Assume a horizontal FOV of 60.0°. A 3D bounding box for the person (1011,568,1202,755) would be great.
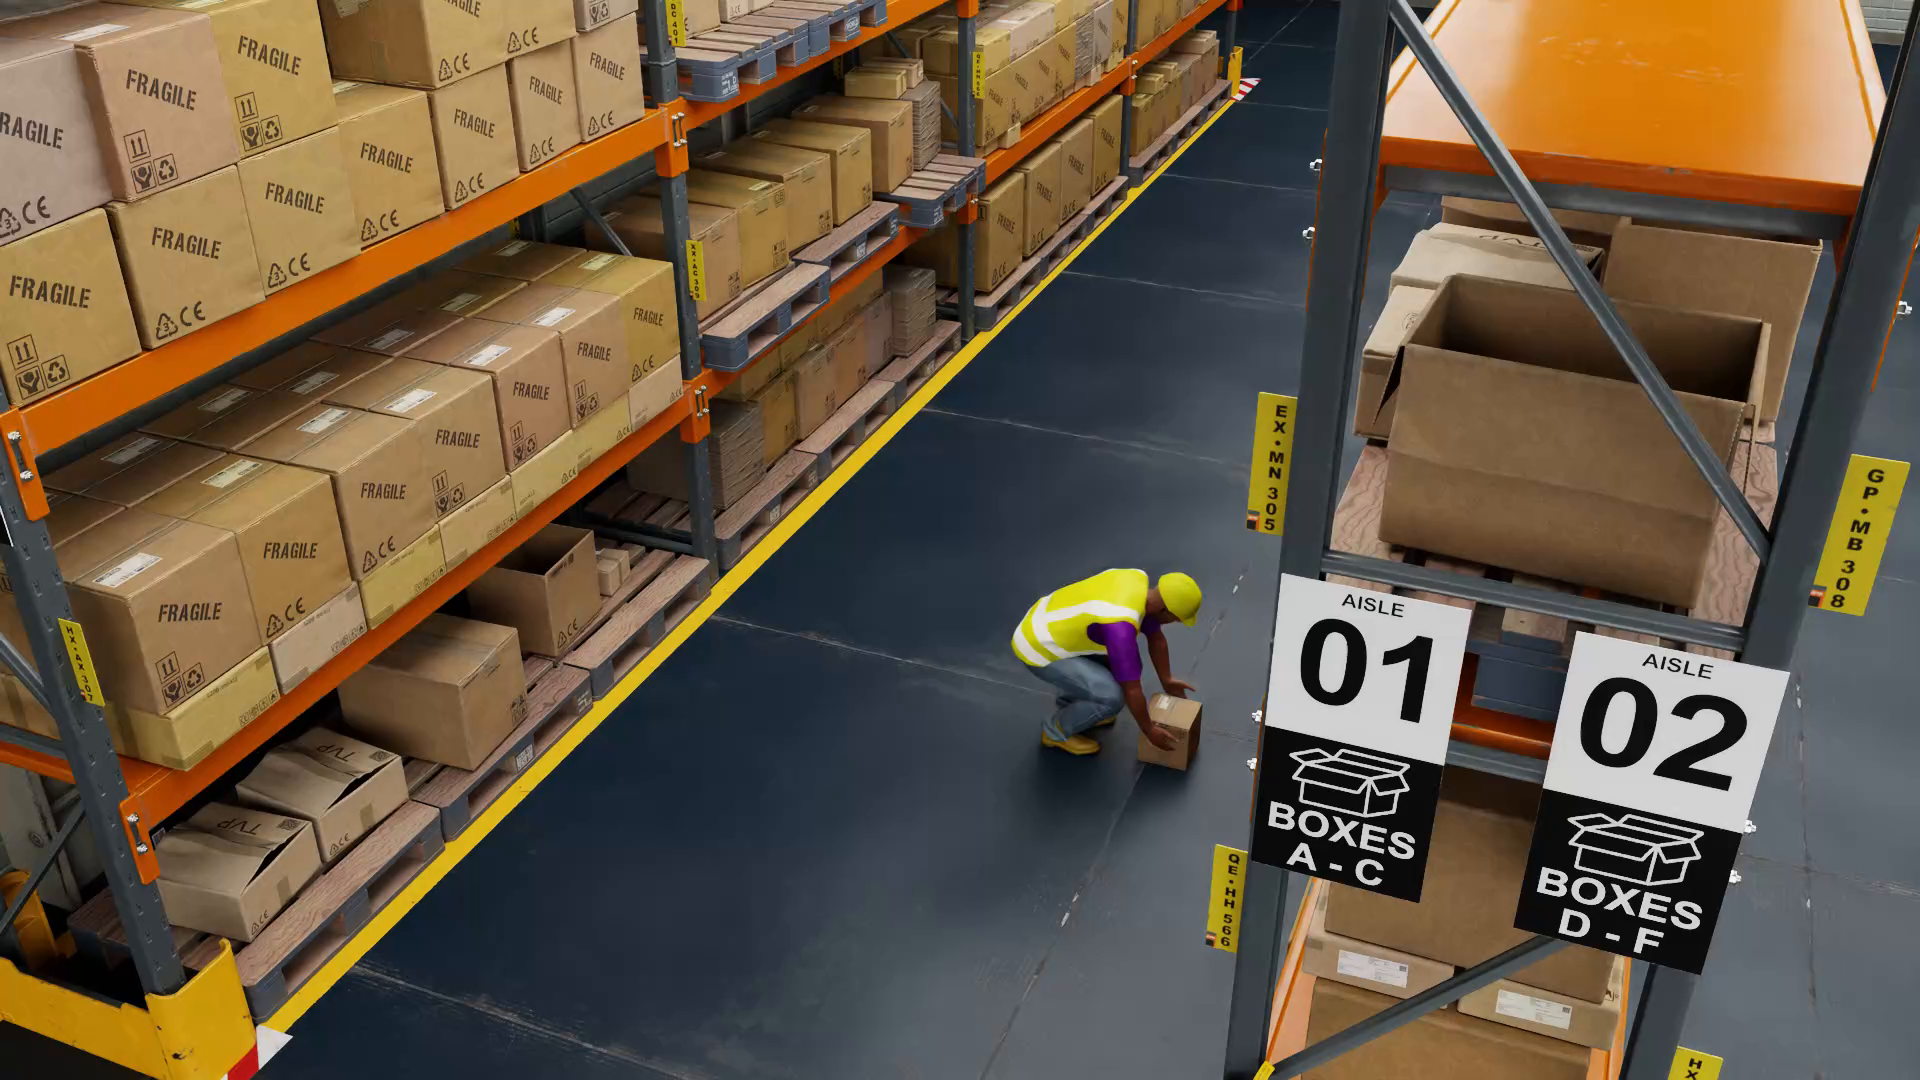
[{"bbox_3d":[0.722,0.546,8.198,0.891,0.995,0.584,11,31,19],"label":"person"}]
